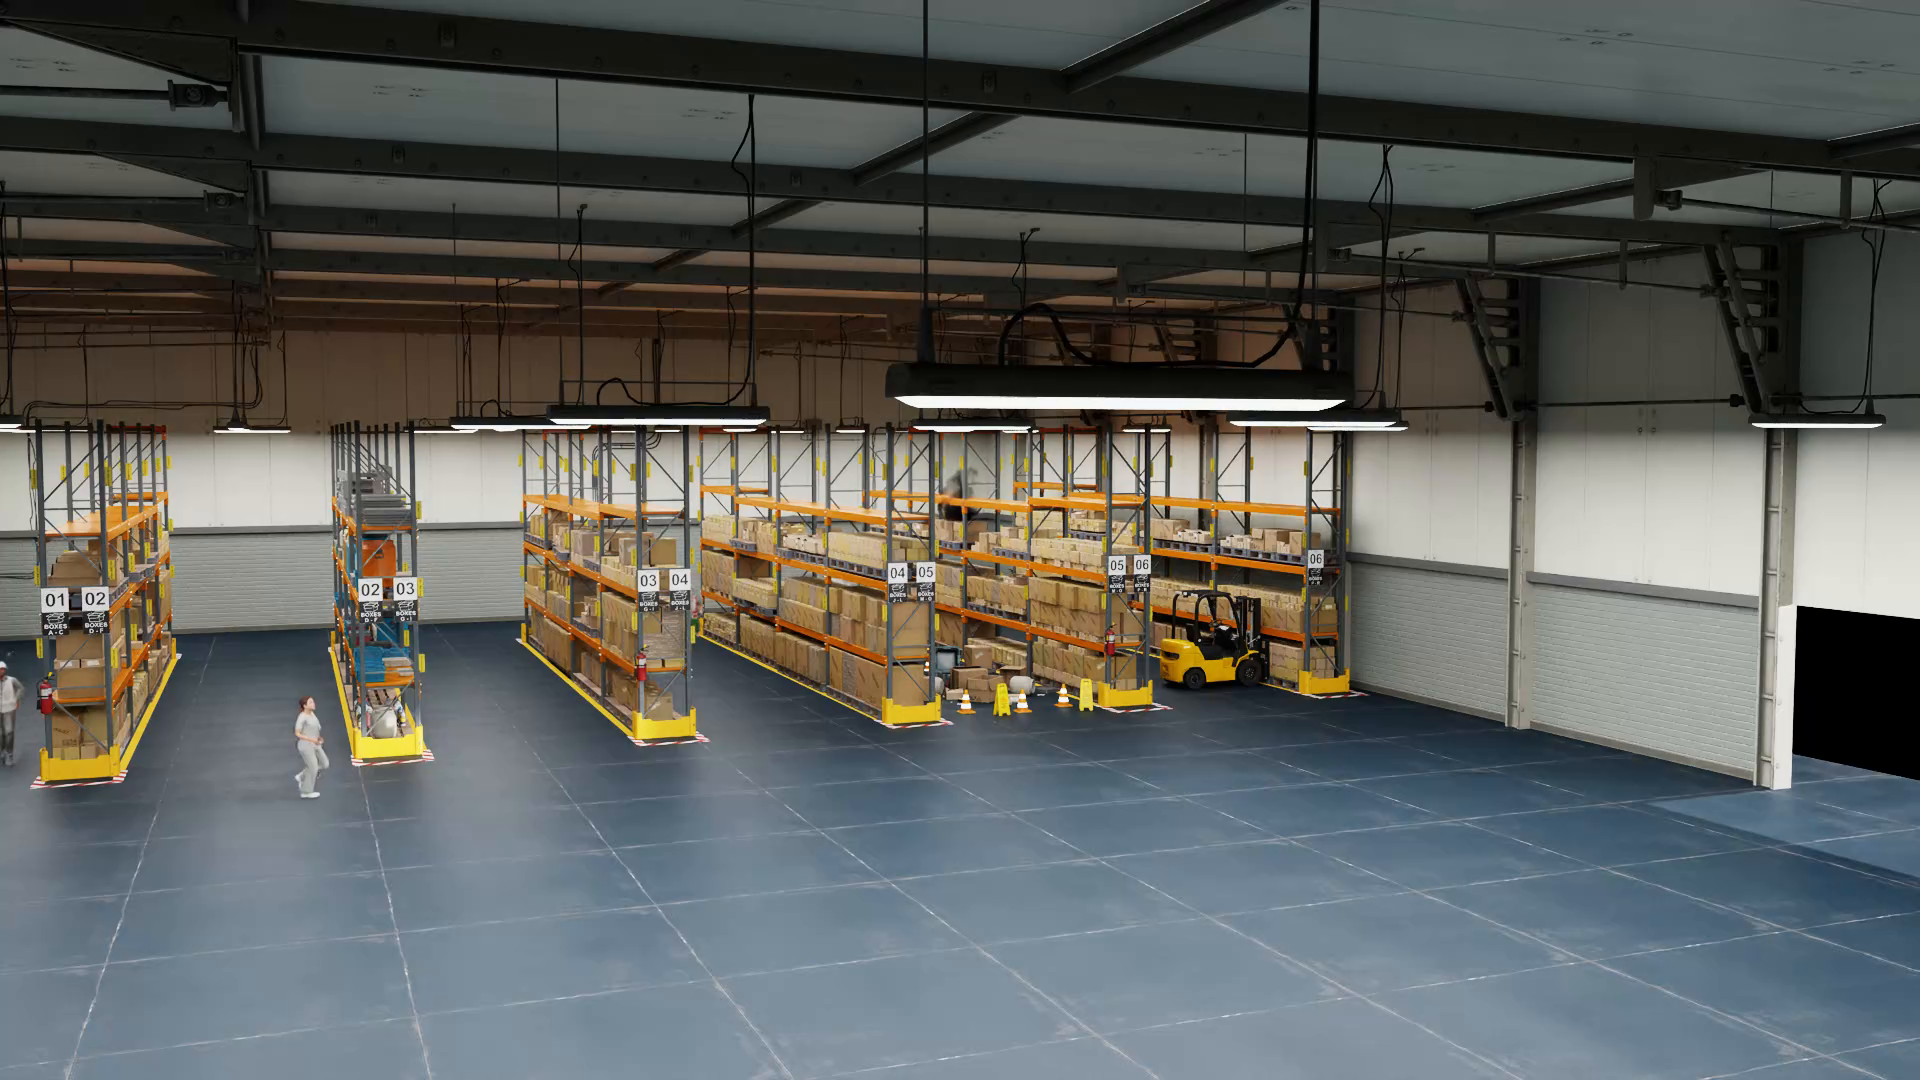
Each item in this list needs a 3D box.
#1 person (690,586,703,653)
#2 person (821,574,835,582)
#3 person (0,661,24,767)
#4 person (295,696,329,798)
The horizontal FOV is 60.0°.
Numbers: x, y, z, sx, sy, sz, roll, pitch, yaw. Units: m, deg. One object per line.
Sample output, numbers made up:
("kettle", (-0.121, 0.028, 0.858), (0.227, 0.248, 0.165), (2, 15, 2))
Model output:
("person", (-7.166, 2.093, 44.236), (0.657, 1.763, 0.701), (-1, 4, -23))
("person", (-4.055, 1.703, 50.863), (0.753, 1.745, 0.613), (-2, 4, -24))
("person", (-16.752, 3.022, 29.080), (0.643, 1.836, 0.801), (-2, 4, -23))
("person", (-10.283, 3.267, 26.275), (0.553, 1.617, 0.541), (0, 4, 8))
